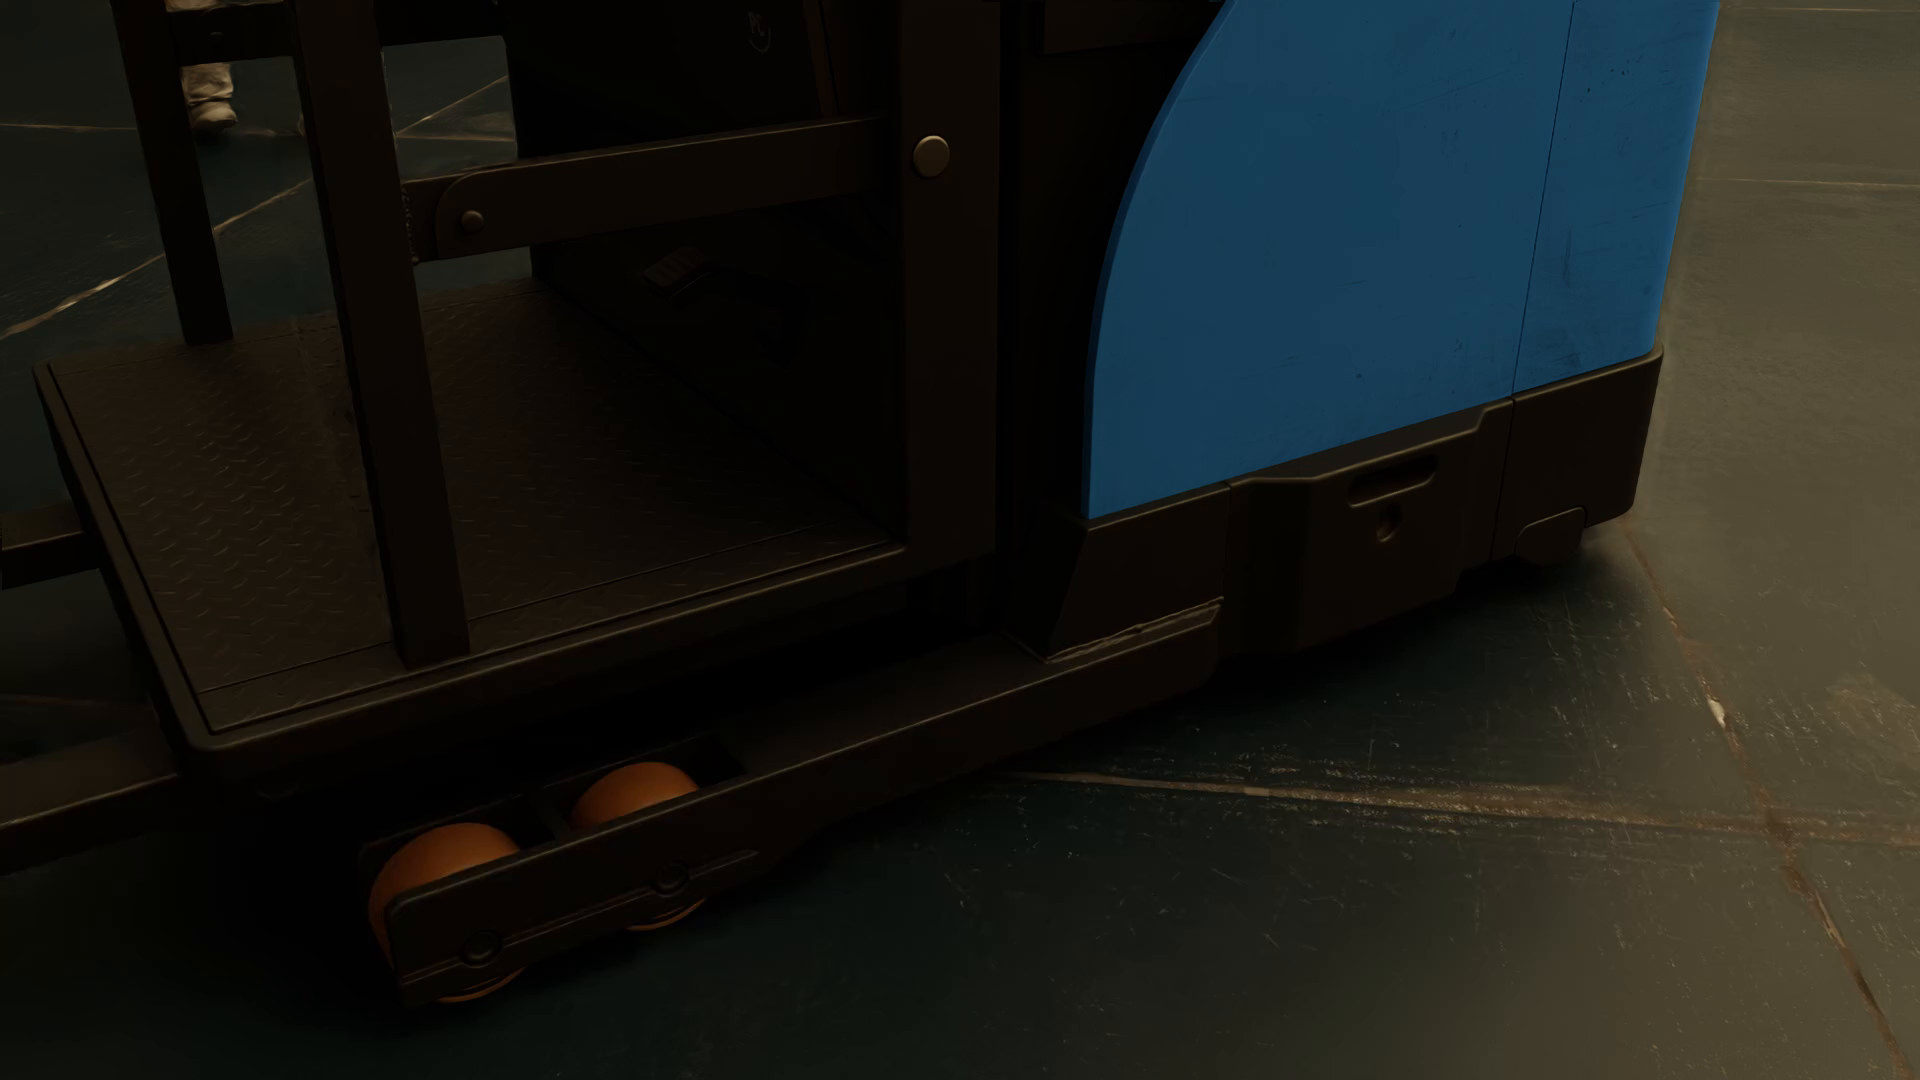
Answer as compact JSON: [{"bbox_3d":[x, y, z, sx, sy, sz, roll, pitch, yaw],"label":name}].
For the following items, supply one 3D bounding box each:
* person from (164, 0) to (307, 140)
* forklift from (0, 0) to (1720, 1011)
[{"bbox_3d":[-1.962,-1.931,4.494,0.672,1.807,0.512,-17,31,-31],"label":"person"},{"bbox_3d":[-0.516,-1.136,1.494,3.031,2.935,1.130,-16,31,-29],"label":"forklift"}]
